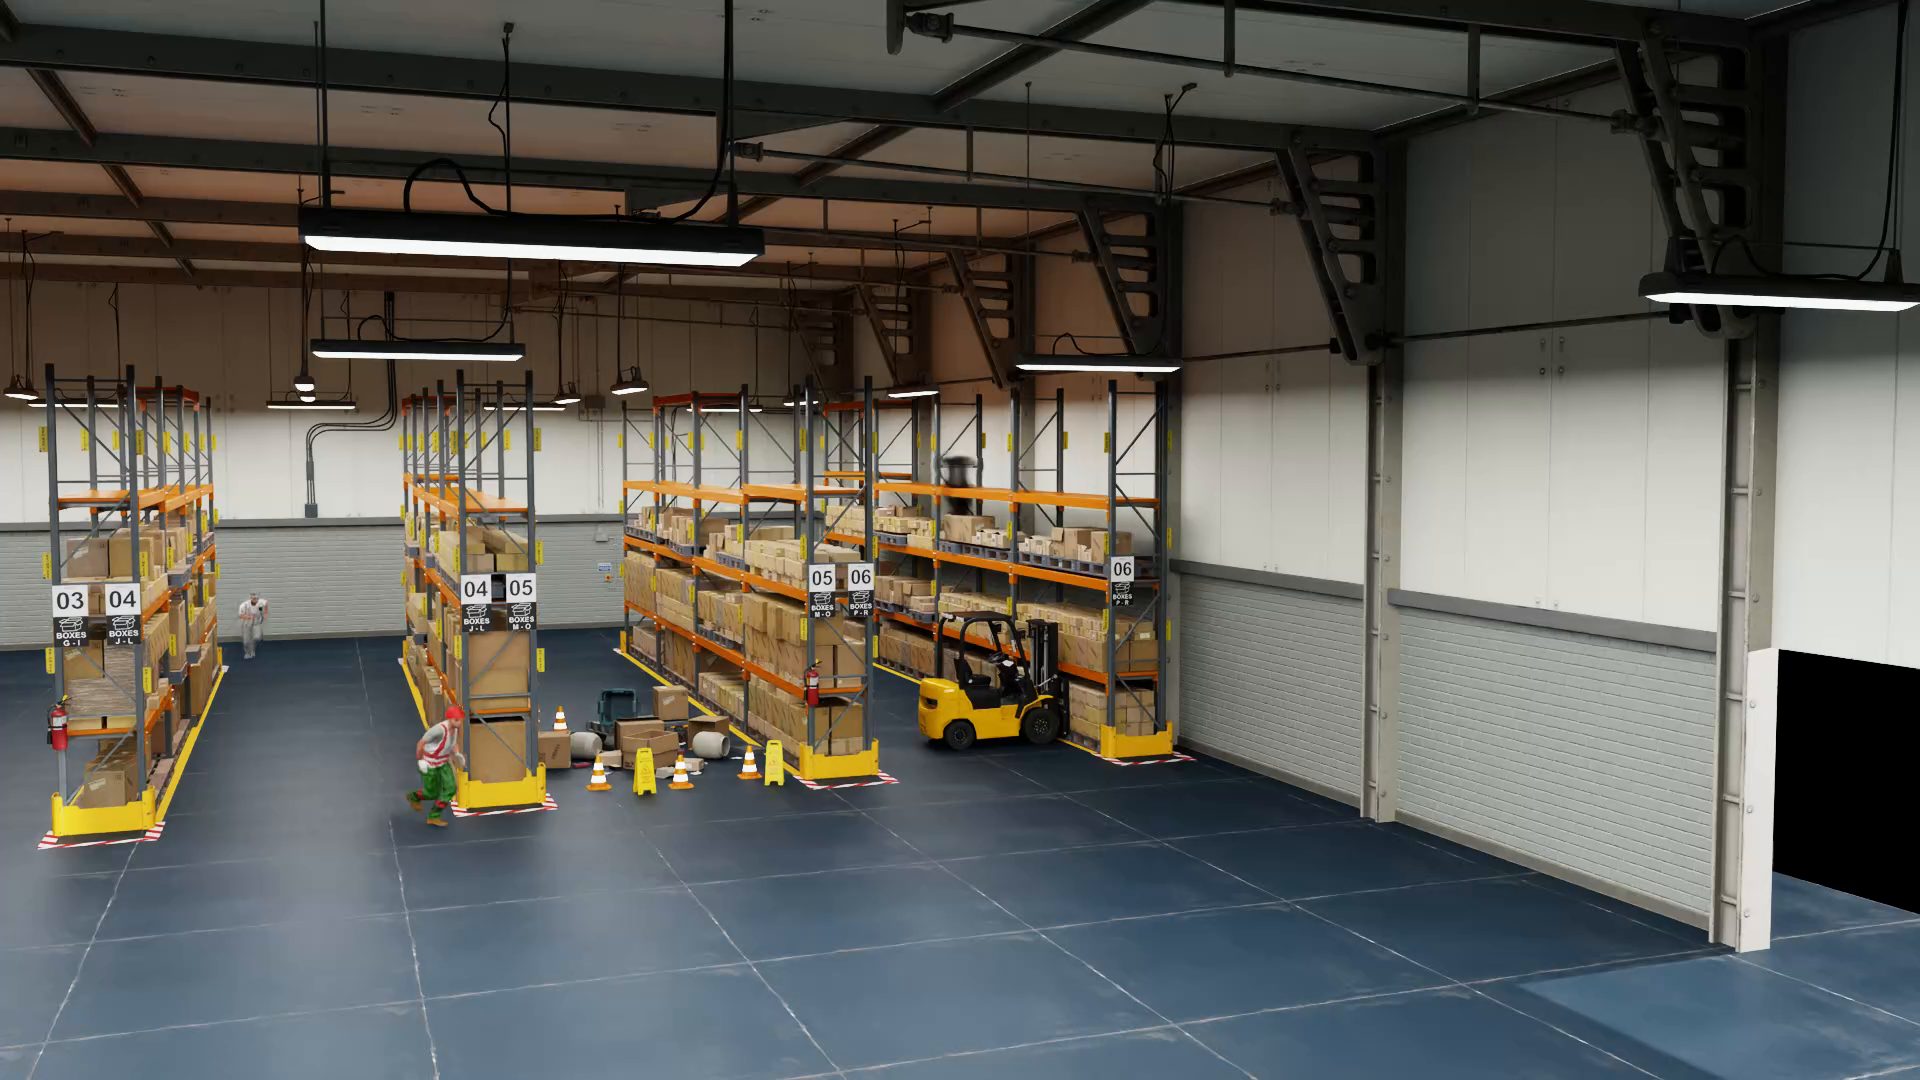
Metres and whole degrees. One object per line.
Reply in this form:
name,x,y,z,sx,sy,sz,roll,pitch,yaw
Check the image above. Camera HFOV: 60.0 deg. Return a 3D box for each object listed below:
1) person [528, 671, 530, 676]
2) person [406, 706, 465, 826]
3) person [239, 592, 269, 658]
person,-9.321,2.226,35.384,0.584,1.451,1.102,0,3,2
person,-6.875,2.948,21.734,1.018,1.596,0.672,2,4,27
person,-16.290,1.965,38.373,0.696,1.576,0.936,-2,4,-36
